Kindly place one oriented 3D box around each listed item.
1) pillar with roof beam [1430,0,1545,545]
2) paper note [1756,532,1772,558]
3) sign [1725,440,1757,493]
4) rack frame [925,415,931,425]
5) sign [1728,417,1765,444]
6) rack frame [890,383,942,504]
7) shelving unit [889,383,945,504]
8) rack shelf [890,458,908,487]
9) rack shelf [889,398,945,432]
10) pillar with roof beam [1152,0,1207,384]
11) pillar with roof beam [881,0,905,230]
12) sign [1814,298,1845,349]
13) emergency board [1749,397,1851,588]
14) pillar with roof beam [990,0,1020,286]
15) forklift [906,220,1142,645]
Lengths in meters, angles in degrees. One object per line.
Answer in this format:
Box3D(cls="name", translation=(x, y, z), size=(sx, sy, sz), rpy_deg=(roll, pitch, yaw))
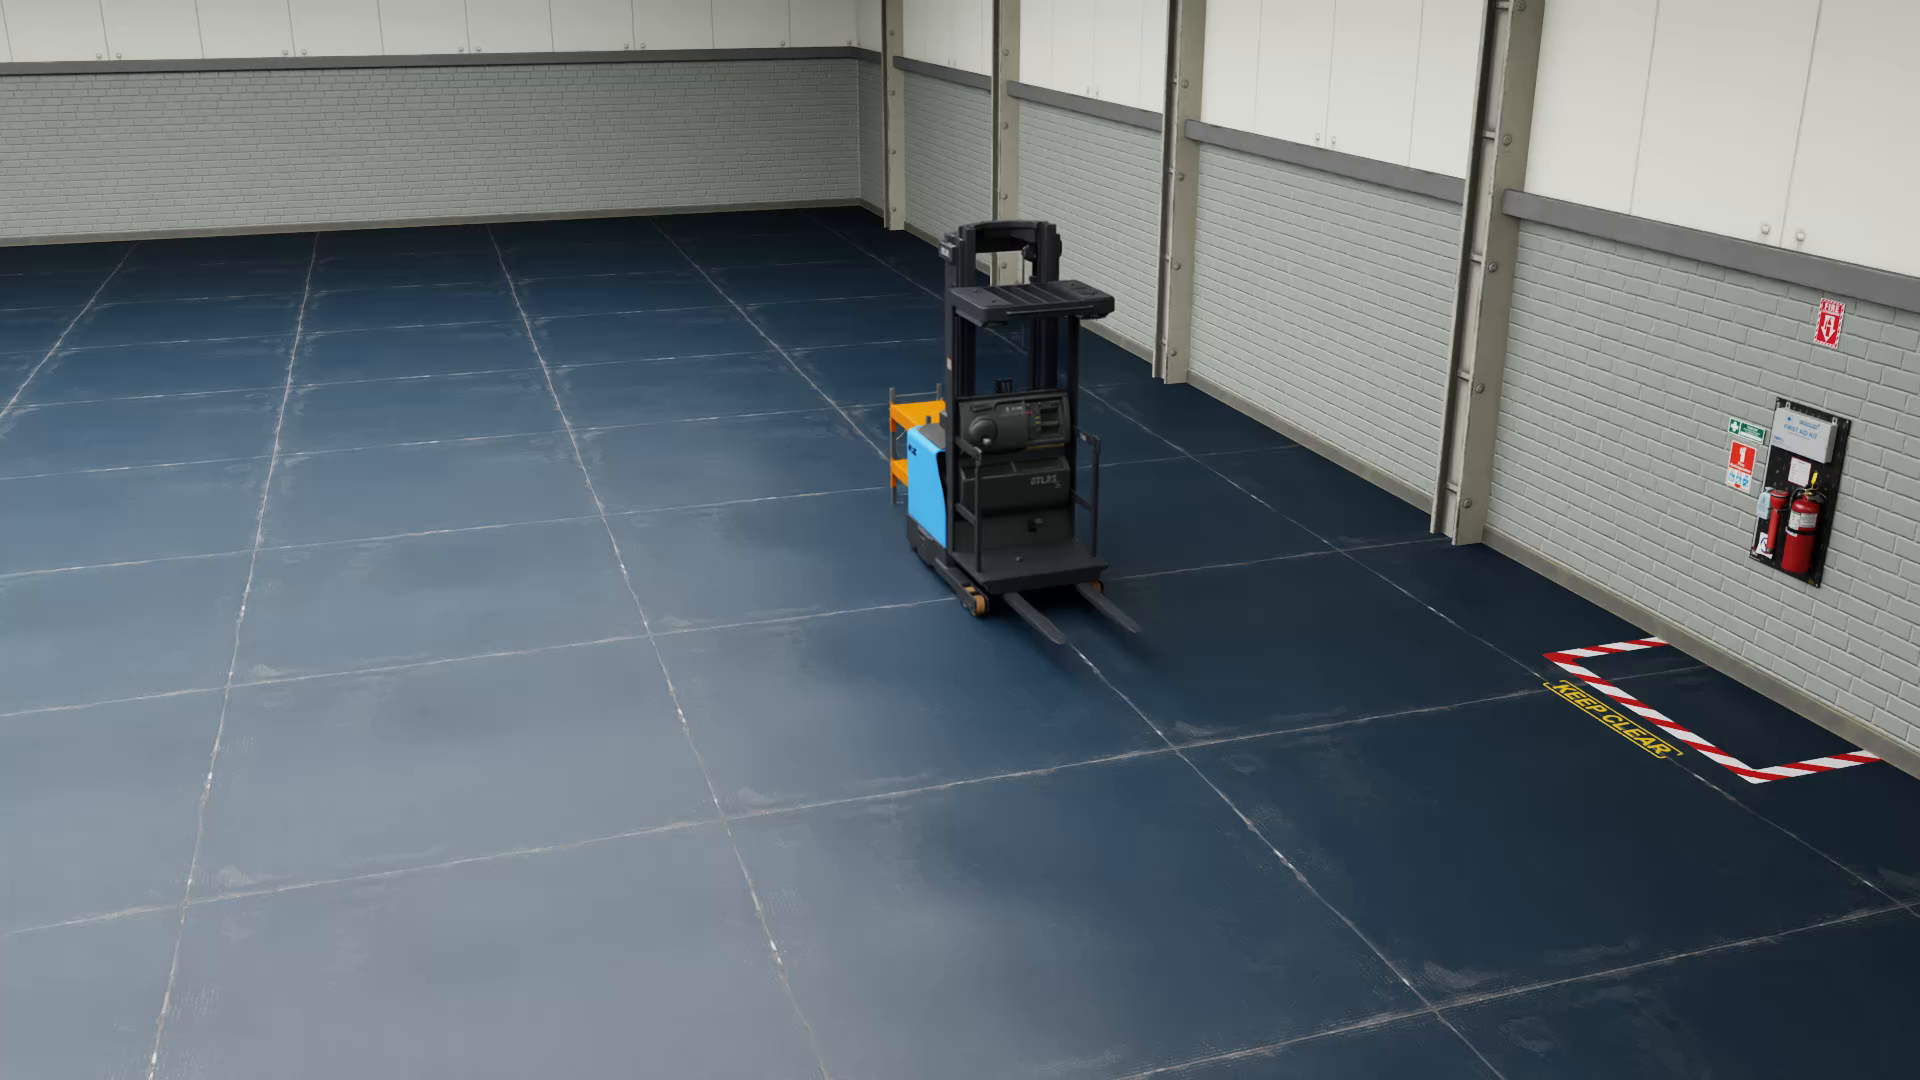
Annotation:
Box3D(cls="pillar with roof beam", translation=(0.359, -3.808, 12.082), size=(9.100, 9.000, 0.400), rpy_deg=(-6, 21, -17))
Box3D(cls="paper note", translation=(5.601, 0.037, 11.555), size=(0.016, 0.148, 0.142), rpy_deg=(-6, 21, -17))
Box3D(cls="sign", translation=(5.515, -0.519, 11.746), size=(0.001, 0.329, 0.234), rpy_deg=(-6, 21, -17))
Box3D(cls="rack frame", translation=(-0.062, -0.577, 14.733), size=(0.500, 1.125, 0.032), rpy_deg=(-7, 21, -19))
Box3D(cls="sign", translation=(5.508, -0.766, 11.650), size=(0.001, 0.109, 0.331), rpy_deg=(-6, 21, -17))
Box3D(cls="rack frame", translation=(-0.411, -0.899, 15.631), size=(0.500, 1.125, 0.032), rpy_deg=(-7, 21, -19))
Box3D(cls="shelving unit", translation=(-0.237, -0.738, 15.182), size=(0.538, 1.125, 1.048), rpy_deg=(-7, 21, -19))
Box3D(cls="rack shelf", translation=(-0.237, -0.508, 15.265), size=(0.538, 0.278, 1.000), rpy_deg=(-7, 21, -19))
Box3D(cls="rack shelf", translation=(-0.237, -1.013, 15.083), size=(0.538, 0.278, 1.000), rpy_deg=(-7, 21, -19))
Box3D(cls="pillar with roof beam", translation=(-1.527, -5.734, 17.442), size=(9.100, 9.000, 0.400), rpy_deg=(-6, 21, -17))
Box3D(cls="pillar with roof beam", translation=(-5.299, -9.585, 28.163), size=(9.100, 9.000, 0.400), rpy_deg=(-6, 21, -17))
Box3D(cls="sign", translation=(5.683, -1.418, 10.873), size=(0.001, 0.298, 0.199), rpy_deg=(-6, 21, -17))
Box3D(cls="emergency board", translation=(5.591, -0.314, 11.228), size=(0.194, 1.169, 0.643), rpy_deg=(-6, 21, -17))
Box3D(cls="pillar with roof beam", translation=(-3.413, -7.659, 22.803), size=(9.100, 9.000, 0.400), rpy_deg=(-6, 21, -17))
Box3D(cls="forklift", translation=(0.513, -0.937, 13.064), size=(1.130, 2.935, 3.031), rpy_deg=(-7, 21, -19))
